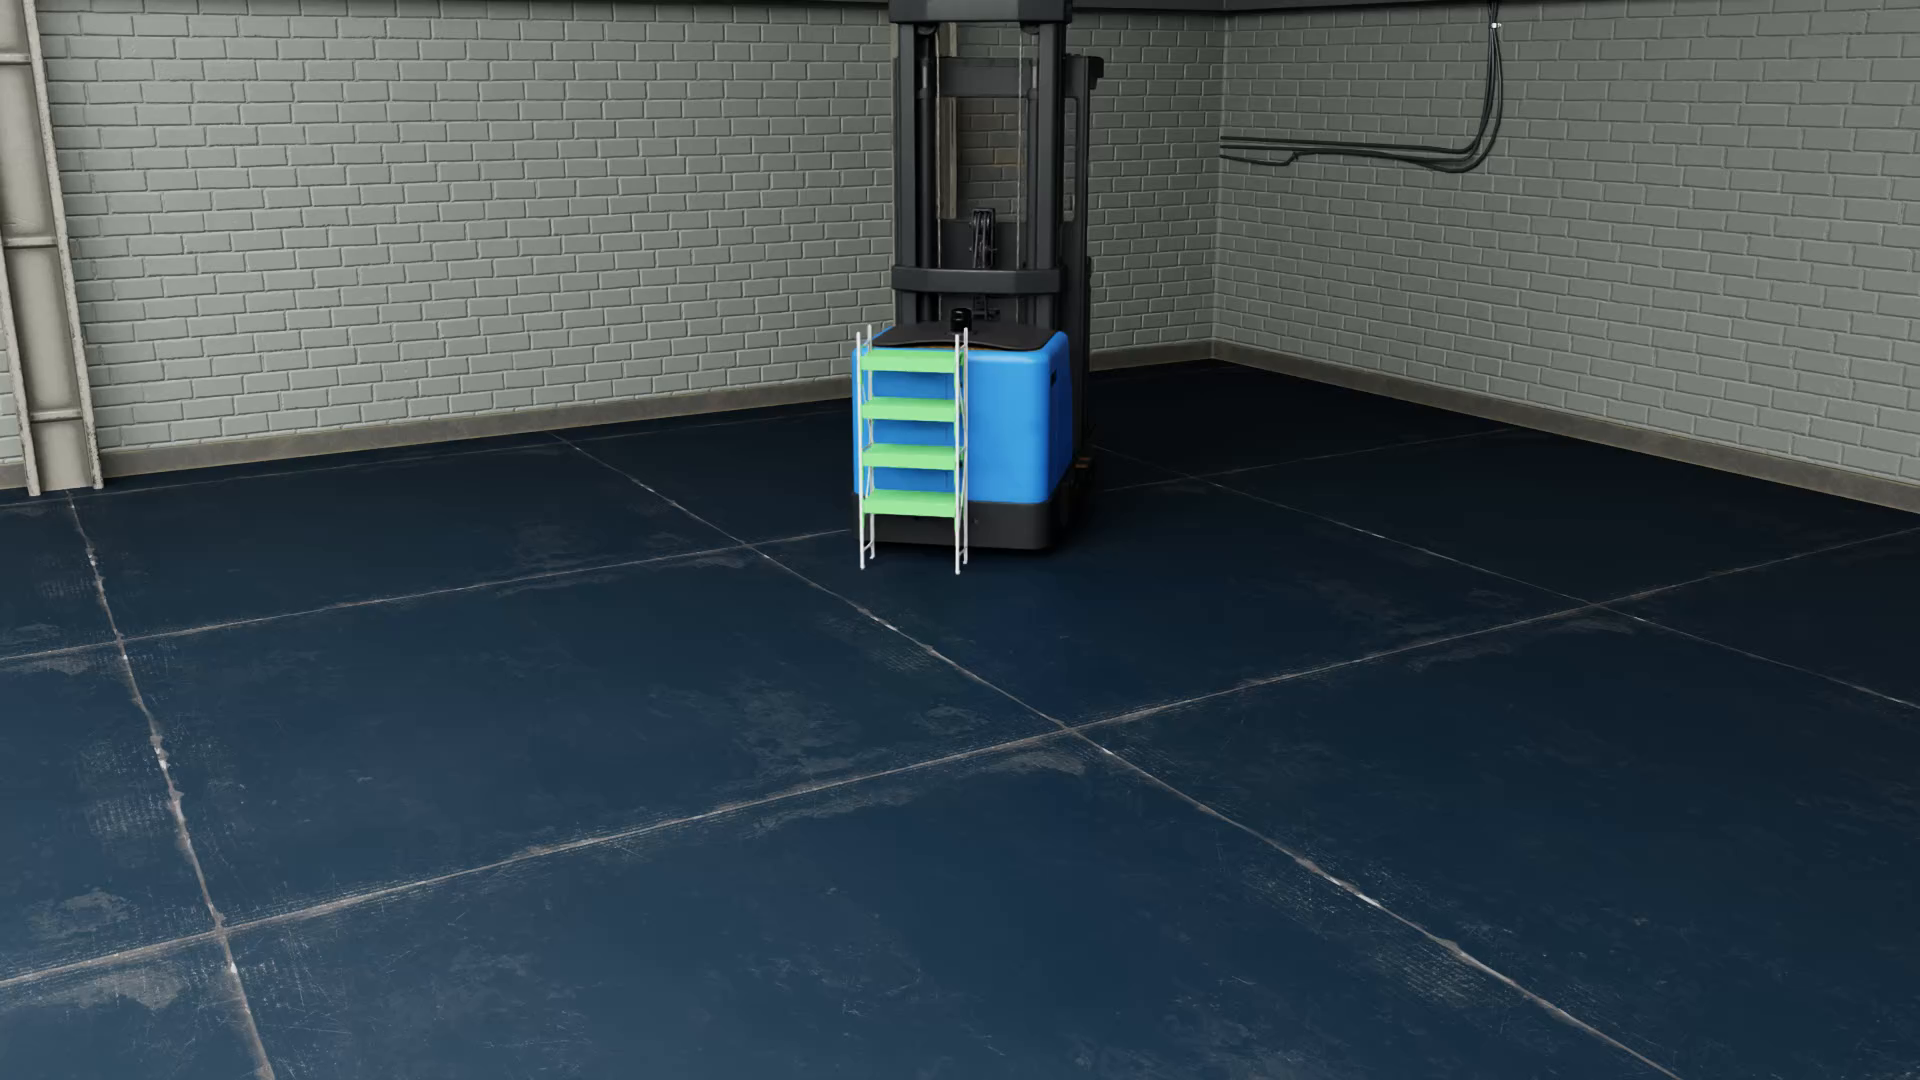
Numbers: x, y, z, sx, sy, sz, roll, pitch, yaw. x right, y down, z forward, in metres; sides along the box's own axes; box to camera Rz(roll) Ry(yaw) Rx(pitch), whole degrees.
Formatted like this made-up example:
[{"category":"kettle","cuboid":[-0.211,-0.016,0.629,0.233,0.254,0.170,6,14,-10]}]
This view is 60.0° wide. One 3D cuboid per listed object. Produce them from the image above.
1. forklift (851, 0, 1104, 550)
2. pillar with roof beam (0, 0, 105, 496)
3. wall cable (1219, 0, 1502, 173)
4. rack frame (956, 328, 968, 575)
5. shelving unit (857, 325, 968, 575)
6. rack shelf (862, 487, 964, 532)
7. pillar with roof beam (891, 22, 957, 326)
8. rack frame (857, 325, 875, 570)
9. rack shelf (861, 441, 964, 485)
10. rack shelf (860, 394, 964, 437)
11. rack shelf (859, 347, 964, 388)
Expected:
[{"category":"forklift","cuboid":[0.219,-1.715,9.599,1.130,2.935,3.031,3,16,11]},{"category":"pillar with roof beam","cuboid":[-3.193,-3.660,5.293,0.400,9.000,9.100,-9,18,-30]},{"category":"wall cable","cuboid":[2.939,-4.098,12.610,0.112,2.526,3.097,-9,18,-30]},{"category":"rack frame","cuboid":[0.009,-0.436,8.240,0.015,1.200,0.240,3,16,11]},{"category":"shelving unit","cuboid":[-0.231,-0.448,8.285,0.503,1.200,0.258,3,16,11]},{"category":"rack shelf","cuboid":[-0.231,-0.155,8.367,0.480,0.148,0.258,3,16,11]},{"category":"pillar with roof beam","cuboid":[1.950,-4.494,8.269,0.400,9.000,9.100,-9,18,-30]},{"category":"rack frame","cuboid":[-0.471,-0.461,8.330,0.015,1.200,0.240,3,16,11]},{"category":"rack shelf","cuboid":[-0.231,-0.387,8.302,0.480,0.148,0.258,3,16,11]},{"category":"rack shelf","cuboid":[-0.231,-0.618,8.238,0.480,0.148,0.258,3,16,11]},{"category":"rack shelf","cuboid":[-0.231,-0.849,8.173,0.480,0.148,0.258,3,16,11]}]
